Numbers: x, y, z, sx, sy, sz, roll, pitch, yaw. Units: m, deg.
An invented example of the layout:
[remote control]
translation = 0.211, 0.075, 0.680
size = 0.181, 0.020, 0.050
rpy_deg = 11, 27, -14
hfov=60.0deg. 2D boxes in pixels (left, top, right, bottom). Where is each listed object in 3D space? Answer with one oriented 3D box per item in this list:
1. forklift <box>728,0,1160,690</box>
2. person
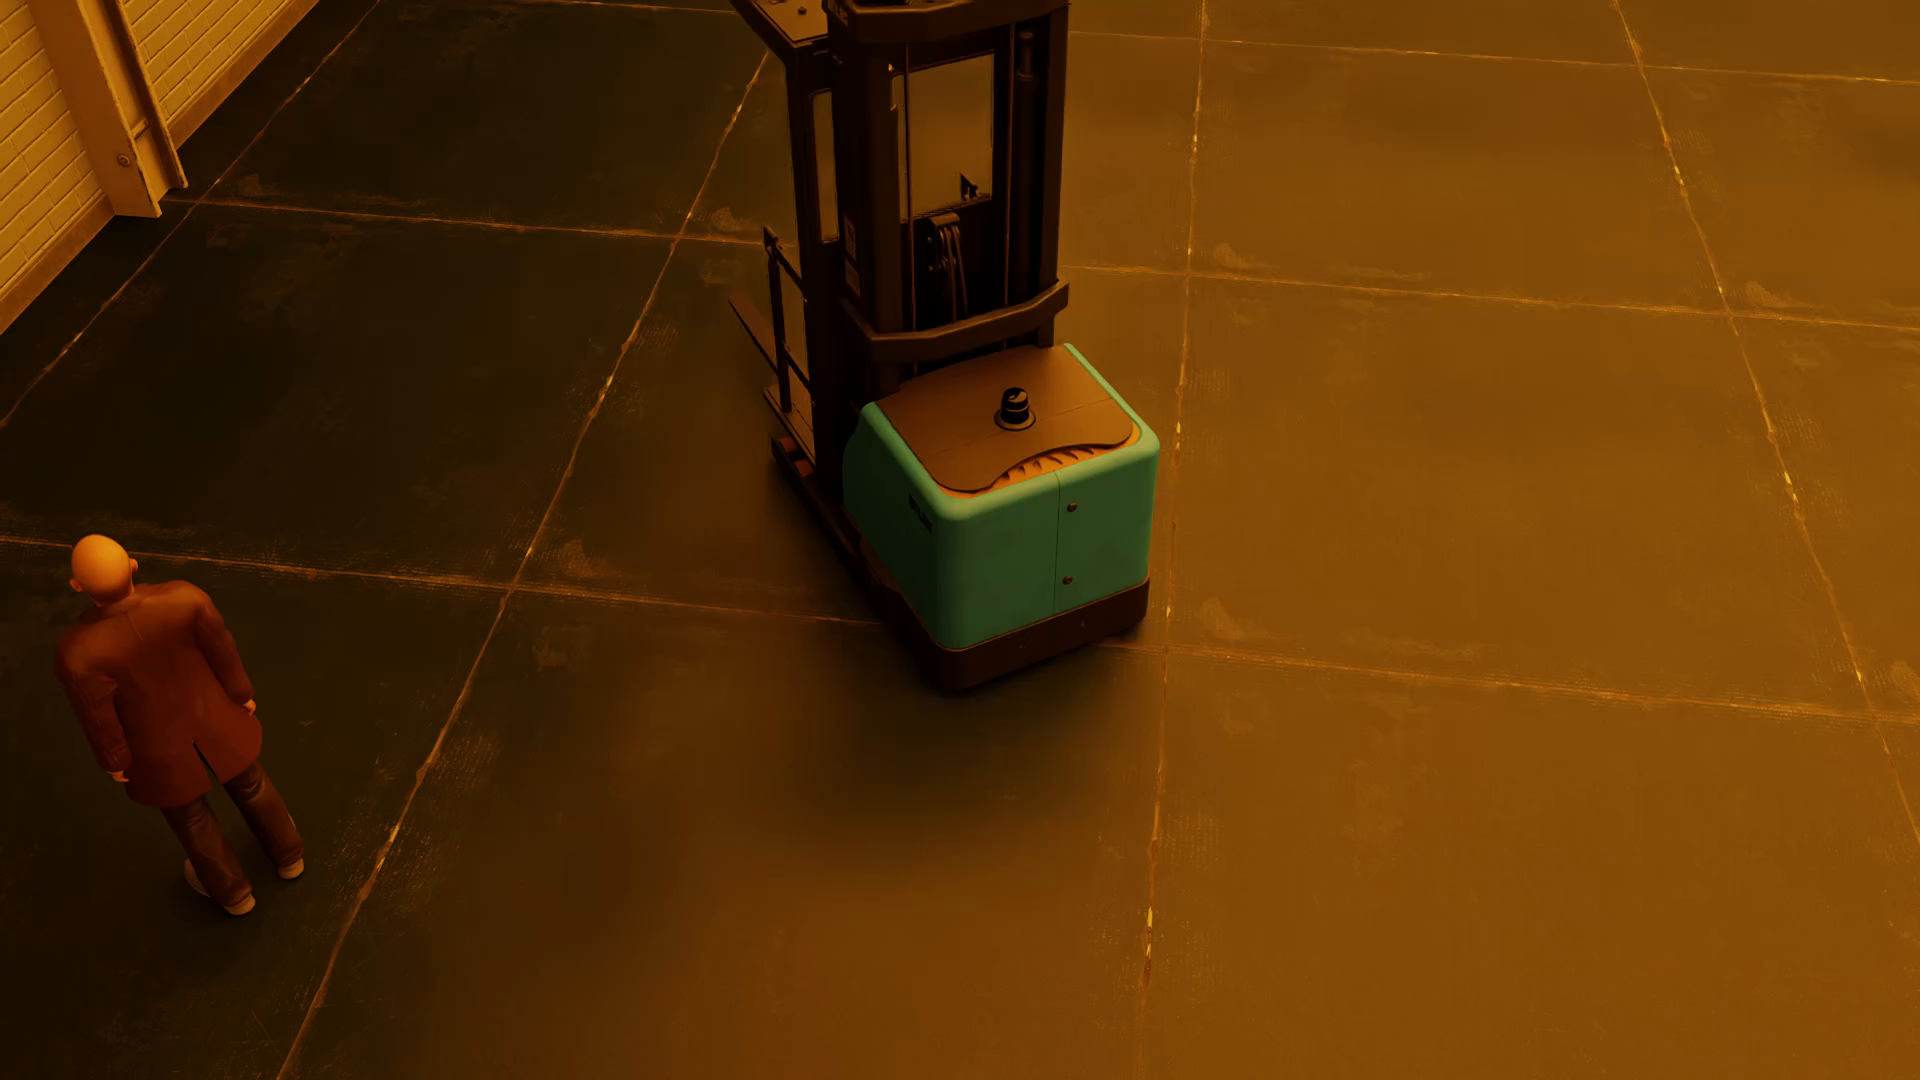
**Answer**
[forklift]
translation = -0.278, -1.437, 7.289
size = 1.130, 2.935, 3.031
rpy_deg = -19, 46, -19
[person]
translation = -2.783, 0.639, 5.878
size = 0.549, 1.782, 0.385
rpy_deg = -34, 52, -31
